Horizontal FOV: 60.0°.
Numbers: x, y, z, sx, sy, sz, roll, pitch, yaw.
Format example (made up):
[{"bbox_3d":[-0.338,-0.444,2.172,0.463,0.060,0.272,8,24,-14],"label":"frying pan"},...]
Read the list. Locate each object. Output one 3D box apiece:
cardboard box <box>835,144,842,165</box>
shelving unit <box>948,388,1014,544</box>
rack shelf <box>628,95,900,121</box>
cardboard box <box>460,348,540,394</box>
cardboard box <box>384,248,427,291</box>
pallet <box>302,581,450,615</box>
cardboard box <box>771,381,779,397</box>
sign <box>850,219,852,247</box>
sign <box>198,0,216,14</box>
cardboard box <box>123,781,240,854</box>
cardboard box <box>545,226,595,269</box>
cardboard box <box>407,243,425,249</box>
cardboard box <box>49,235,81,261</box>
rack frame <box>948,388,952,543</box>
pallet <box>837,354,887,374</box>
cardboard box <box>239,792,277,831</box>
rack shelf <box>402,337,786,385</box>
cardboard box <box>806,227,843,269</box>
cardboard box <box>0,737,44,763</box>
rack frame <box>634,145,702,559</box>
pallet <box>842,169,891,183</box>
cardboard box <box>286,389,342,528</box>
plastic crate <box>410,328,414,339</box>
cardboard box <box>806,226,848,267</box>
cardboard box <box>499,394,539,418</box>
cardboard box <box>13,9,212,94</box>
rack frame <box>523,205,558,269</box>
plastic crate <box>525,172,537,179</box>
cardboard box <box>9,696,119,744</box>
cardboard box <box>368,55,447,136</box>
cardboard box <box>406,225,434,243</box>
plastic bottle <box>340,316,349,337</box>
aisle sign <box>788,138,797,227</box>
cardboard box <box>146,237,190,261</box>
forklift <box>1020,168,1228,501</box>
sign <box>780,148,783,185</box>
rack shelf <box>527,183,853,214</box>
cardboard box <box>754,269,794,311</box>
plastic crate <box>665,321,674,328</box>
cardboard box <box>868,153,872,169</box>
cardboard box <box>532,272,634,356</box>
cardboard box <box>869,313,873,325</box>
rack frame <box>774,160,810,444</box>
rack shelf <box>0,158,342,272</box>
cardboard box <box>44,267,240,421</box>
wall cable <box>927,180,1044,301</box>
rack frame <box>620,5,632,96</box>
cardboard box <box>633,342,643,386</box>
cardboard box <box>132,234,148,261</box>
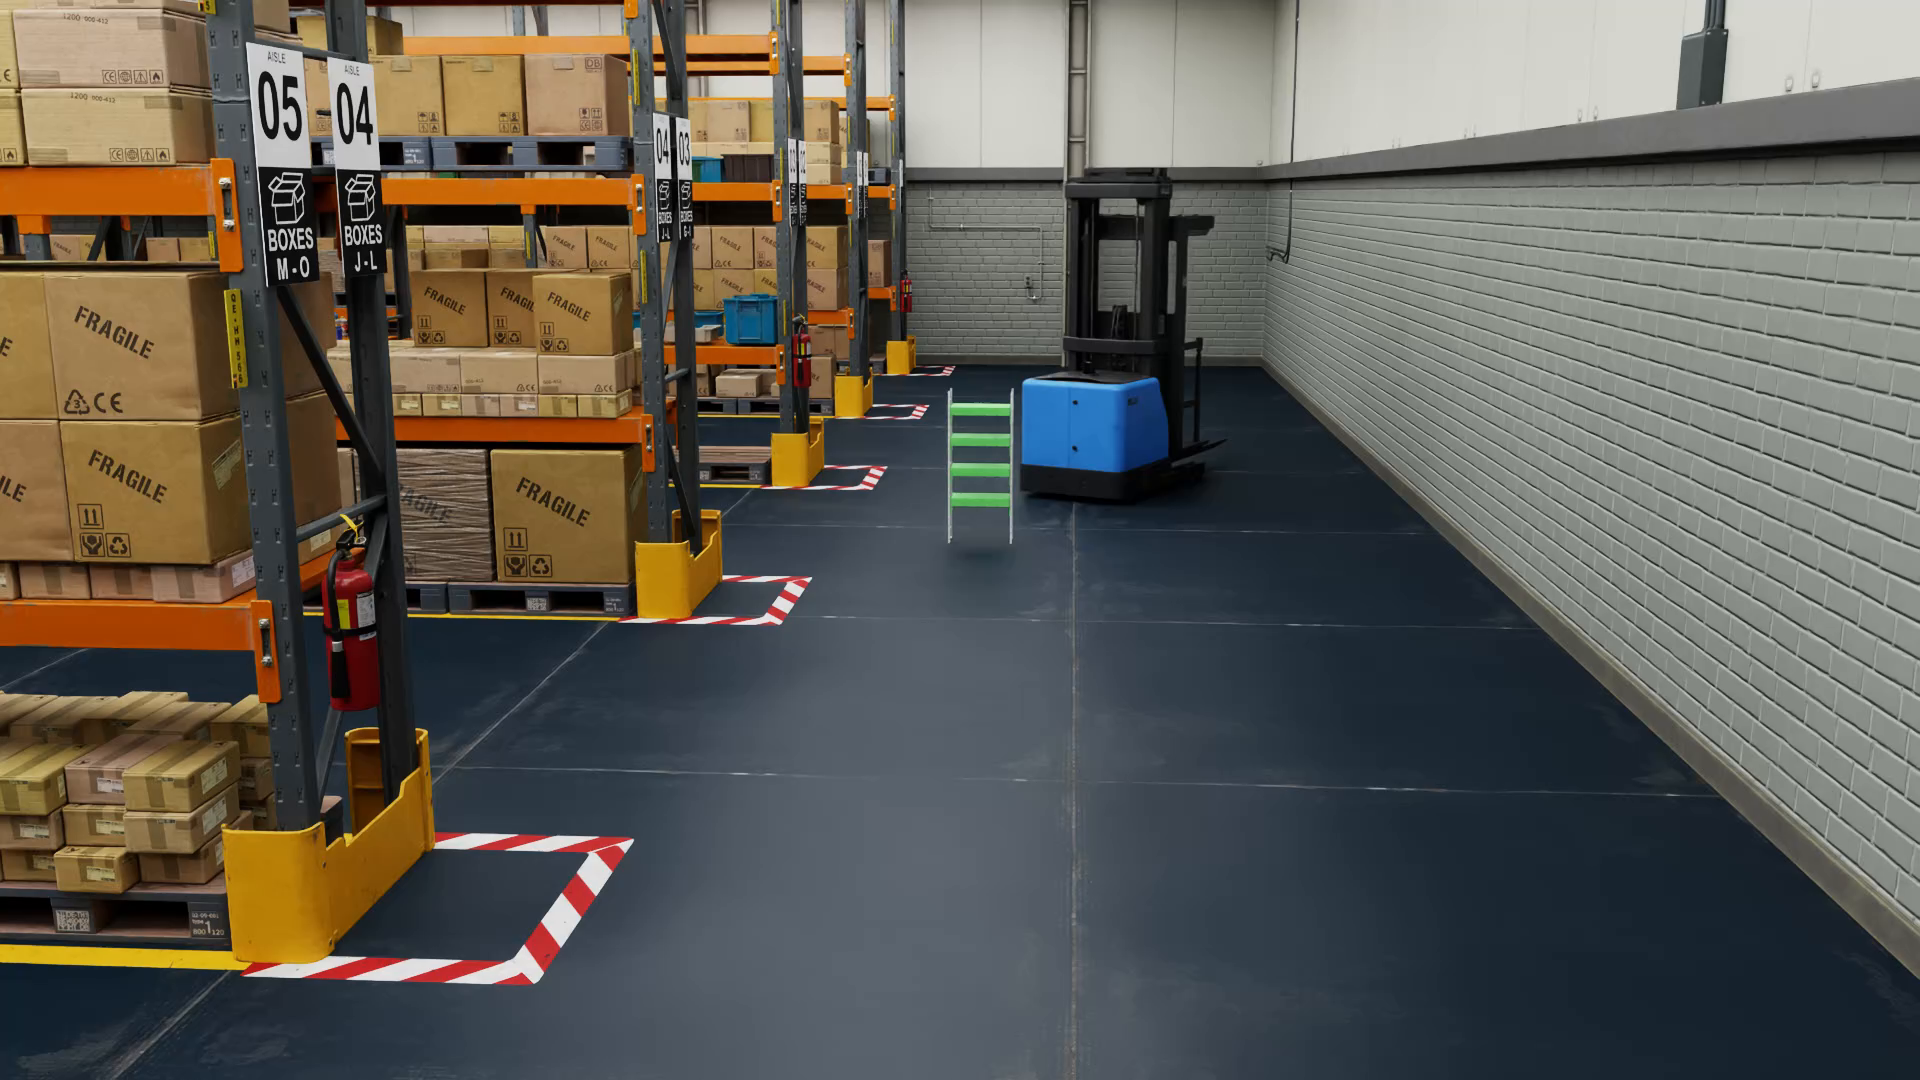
[{"bbox_3d":[-1.757,-4.799,20.701,0.500,0.250,0.500,1,12,4],"label":"cardboard box"},{"bbox_3d":[0.165,-0.585,13.134,0.503,1.200,0.258,1,12,4],"label":"shelving unit"},{"bbox_3d":[-2.930,-6.527,25.226,4.000,0.370,1.077,1,12,4],"label":"rack shelf"},{"bbox_3d":[-2.934,-1.107,10.873,0.500,0.250,0.500,1,12,3],"label":"cardboard box"},{"bbox_3d":[-7.019,-3.420,21.020,0.500,0.500,0.700,-2,12,-11],"label":"cardboard box"},{"bbox_3d":[-3.944,0.278,11.426,1.213,0.211,1.003,1,12,4],"label":"pallet"},{"bbox_3d":[-2.218,-1.908,20.911,0.250,0.166,0.380,1,12,4],"label":"cardboard box"},{"bbox_3d":[-1.318,-3.707,20.065,0.005,0.325,0.100,1,12,4],"label":"sign"},{"bbox_3d":[-2.416,-1.852,5.306,0.005,0.325,0.100,1,12,4],"label":"sign"},{"bbox_3d":[-2.905,1.032,6.219,0.250,0.149,0.380,0,12,2],"label":"cardboard box"},{"bbox_3d":[-4.801,-3.628,20.600,0.500,0.500,0.500,1,12,5],"label":"cardboard box"},{"bbox_3d":[-8.449,-4.366,25.793,0.500,0.500,0.500,1,12,5],"label":"cardboard box"},{"bbox_3d":[-13.898,-4.528,26.072,0.500,0.500,0.500,1,12,3],"label":"cardboard box"},{"bbox_3d":[-0.078,-0.588,13.150,0.015,1.200,0.240,1,12,4],"label":"rack frame"},{"bbox_3d":[-1.737,-2.741,25.856,1.213,0.211,1.003,1,12,4],"label":"pallet"},{"bbox_3d":[-2.861,1.054,6.840,0.250,0.149,0.380,1,12,5],"label":"cardboard box"},{"bbox_3d":[-3.592,-1.762,16.124,4.000,0.370,1.077,1,12,4],"label":"rack shelf"},{"bbox_3d":[-1.724,-3.587,20.404,0.500,0.500,0.500,1,12,3],"label":"cardboard box"},{"bbox_3d":[-3.672,0.871,6.264,0.250,0.149,0.380,0,12,1],"label":"cardboard box"},{"bbox_3d":[-1.927,-1.075,11.082,0.127,3.000,1.000,1,12,4],"label":"rack frame"},{"bbox_3d":[-1.675,-5.544,25.335,1.213,0.211,1.003,1,12,4],"label":"pallet"},{"bbox_3d":[-2.789,-0.320,6.503,0.500,0.500,0.500,1,12,6],"label":"cardboard box"},{"bbox_3d":[-5.132,-2.006,16.032,0.243,0.136,0.396,1,12,4],"label":"plastic crate"},{"bbox_3d":[-1.686,-3.697,20.930,0.500,0.500,0.500,1,12,5],"label":"cardboard box"},{"bbox_3d":[-2.815,-0.897,10.842,0.250,0.149,0.380,1,12,4],"label":"cardboard box"},{"bbox_3d":[-2.836,-1.657,5.683,0.500,0.250,0.500,0,12,2],"label":"cardboard box"},{"bbox_3d":[-5.252,-3.154,21.018,0.127,3.000,1.000,1,12,4],"label":"rack frame"},{"bbox_3d":[-4.293,-3.541,16.189,0.466,0.136,0.293,1,12,4],"label":"plastic crate"},{"bbox_3d":[-3.638,0.764,6.776,0.250,0.149,0.380,0,12,1],"label":"cardboard box"},{"bbox_3d":[-3.522,-2.873,10.834,0.500,0.500,0.700,0,12,0],"label":"cardboard box"},{"bbox_3d":[-8.452,-4.733,25.715,0.500,0.250,0.500,1,12,5],"label":"cardboard box"},{"bbox_3d":[-6.174,-2.136,16.640,0.097,0.201,0.097,0,12,0],"label":"plastic bottle"},{"bbox_3d":[-1.544,-3.299,15.362,0.004,0.787,0.394,1,12,4],"label":"aisle sign"},{"bbox_3d":[-12.402,-4.525,26.258,0.500,0.500,0.700,1,12,4],"label":"cardboard box"},{"bbox_3d":[1.720,-2.034,15.835,1.130,2.935,3.031,7,14,29],"label":"forklift"},{"bbox_3d":[-1.617,-3.391,15.084,0.005,0.325,0.100,1,12,4],"label":"sign"},{"bbox_3d":[-3.257,-4.242,20.654,4.000,0.370,1.077,1,12,4],"label":"rack shelf"},{"bbox_3d":[-2.244,-3.105,20.540,0.500,0.500,0.500,1,12,4],"label":"cardboard box"},{"bbox_3d":[-2.812,-2.089,16.424,0.298,0.136,0.250,1,12,4],"label":"plastic crate"},{"bbox_3d":[-1.646,-5.820,25.537,0.500,0.250,0.500,1,12,7],"label":"cardboard box"},{"bbox_3d":[-2.431,-1.467,10.765,0.500,0.500,0.500,1,12,4],"label":"cardboard box"},{"bbox_3d":[-1.501,-3.439,25.876,0.250,0.149,0.380,1,12,4],"label":"cardboard box"},{"bbox_3d":[-1.596,-2.087,15.919,0.127,3.000,1.000,1,12,4],"label":"rack frame"},{"bbox_3d":[-4.355,-1.207,6.142,4.000,0.370,1.077,1,12,4],"label":"rack shelf"},{"bbox_3d":[-2.833,-0.703,5.889,0.500,0.500,0.500,1,12,3],"label":"cardboard box"},{"bbox_3d":[0.407,-4.784,26.331,1.851,1.984,0.084,1,12,4],"label":"wall cable"},{"bbox_3d":[-4.925,-7.102,25.242,0.127,3.000,1.000,1,12,4],"label":"rack frame"},{"bbox_3d":[-2.388,-1.209,11.362,0.500,0.250,0.500,0,12,2],"label":"cardboard box"},{"bbox_3d":[-13.362,-4.628,26.551,0.500,0.500,0.500,1,12,2],"label":"cardboard box"}]
